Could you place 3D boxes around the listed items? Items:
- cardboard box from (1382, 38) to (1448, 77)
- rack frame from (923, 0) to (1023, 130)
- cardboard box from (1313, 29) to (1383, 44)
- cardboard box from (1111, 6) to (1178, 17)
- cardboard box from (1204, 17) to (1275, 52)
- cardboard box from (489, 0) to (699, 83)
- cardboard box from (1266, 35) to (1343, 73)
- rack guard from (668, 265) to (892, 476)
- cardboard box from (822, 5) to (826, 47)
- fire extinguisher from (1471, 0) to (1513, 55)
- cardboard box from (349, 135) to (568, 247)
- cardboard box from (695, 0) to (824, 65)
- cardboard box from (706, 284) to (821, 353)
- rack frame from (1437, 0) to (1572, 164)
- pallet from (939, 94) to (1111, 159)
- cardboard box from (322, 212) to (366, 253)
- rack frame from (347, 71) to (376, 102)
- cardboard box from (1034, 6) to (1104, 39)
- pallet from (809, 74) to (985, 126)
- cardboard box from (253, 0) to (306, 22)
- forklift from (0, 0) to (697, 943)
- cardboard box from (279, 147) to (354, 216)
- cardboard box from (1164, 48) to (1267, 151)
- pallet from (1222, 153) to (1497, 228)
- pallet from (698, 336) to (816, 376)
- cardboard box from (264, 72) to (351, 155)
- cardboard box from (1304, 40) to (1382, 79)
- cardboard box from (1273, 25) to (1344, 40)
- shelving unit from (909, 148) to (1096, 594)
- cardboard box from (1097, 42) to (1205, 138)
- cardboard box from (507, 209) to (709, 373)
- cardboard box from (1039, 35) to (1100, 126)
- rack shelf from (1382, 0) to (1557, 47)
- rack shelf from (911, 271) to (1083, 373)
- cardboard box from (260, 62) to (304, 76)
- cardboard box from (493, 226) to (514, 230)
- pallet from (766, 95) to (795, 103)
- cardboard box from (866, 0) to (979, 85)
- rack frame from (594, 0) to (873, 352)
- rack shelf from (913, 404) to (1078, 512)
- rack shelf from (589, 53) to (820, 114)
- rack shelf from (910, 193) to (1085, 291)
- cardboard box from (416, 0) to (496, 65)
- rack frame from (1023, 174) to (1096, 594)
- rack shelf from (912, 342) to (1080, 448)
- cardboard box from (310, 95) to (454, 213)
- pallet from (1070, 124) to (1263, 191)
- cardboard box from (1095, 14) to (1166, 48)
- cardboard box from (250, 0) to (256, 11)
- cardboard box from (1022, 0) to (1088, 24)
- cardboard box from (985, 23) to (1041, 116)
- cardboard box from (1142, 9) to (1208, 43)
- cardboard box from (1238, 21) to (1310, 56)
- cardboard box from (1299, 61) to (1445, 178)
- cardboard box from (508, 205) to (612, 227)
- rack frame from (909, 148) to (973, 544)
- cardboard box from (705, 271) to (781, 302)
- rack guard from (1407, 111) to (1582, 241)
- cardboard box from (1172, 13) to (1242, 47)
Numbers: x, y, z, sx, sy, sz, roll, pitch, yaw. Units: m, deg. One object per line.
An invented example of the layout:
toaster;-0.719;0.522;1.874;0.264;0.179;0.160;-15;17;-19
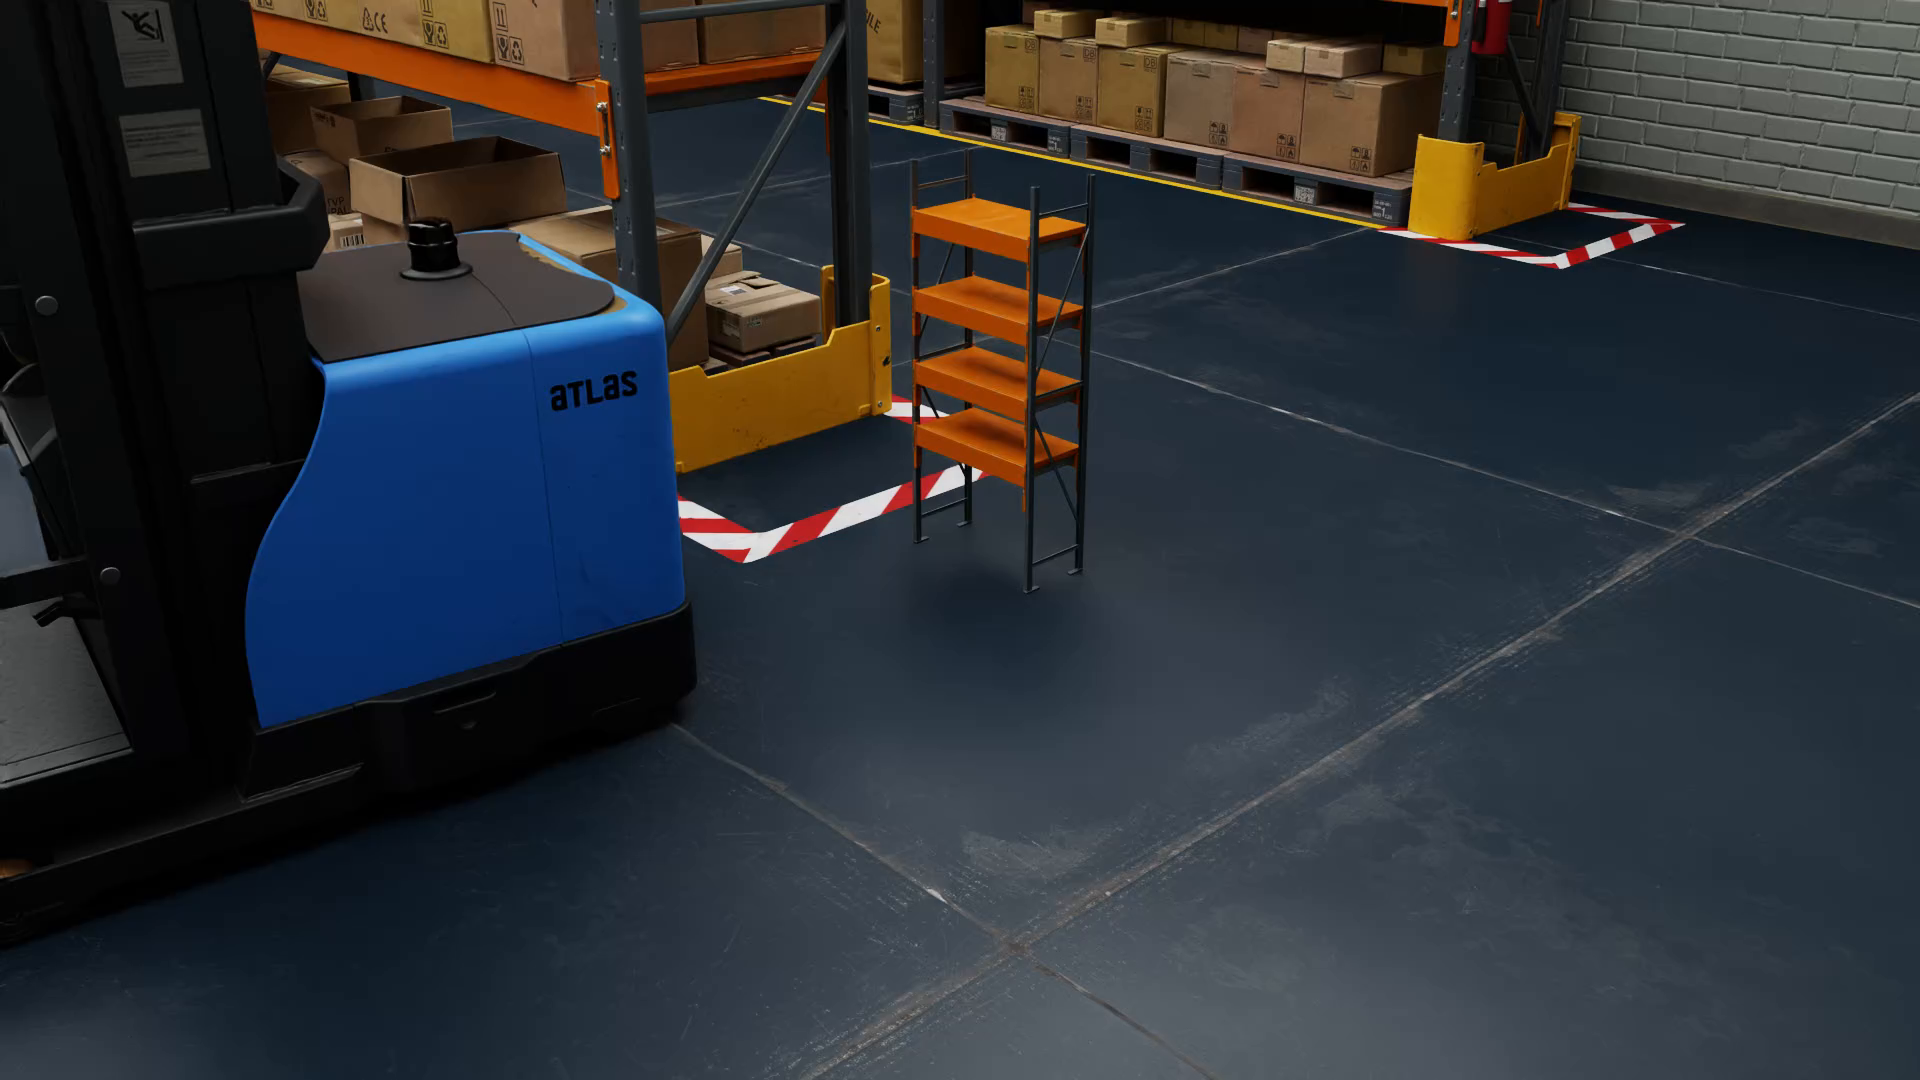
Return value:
cardboard box;2.568;-2.688;9.253;0.380;0.149;0.250;-21;32;-38
rack frame;0.154;-4.349;11.168;1.000;3.000;0.127;-21;32;-38
cardboard box;2.221;-2.841;9.589;0.380;0.149;0.250;-21;32;-38
cardboard box;1.179;-3.303;10.601;0.380;0.149;0.250;-23;33;-40
cardboard box;1.700;-3.072;10.094;0.380;0.149;0.250;-21;32;-38
cardboard box;-1.230;-1.834;5.536;0.500;0.500;0.500;-20;31;-37
cardboard box;1.941;-2.734;9.353;0.380;0.149;0.250;-20;31;-37
rack guard;-0.777;-0.616;5.998;1.175;0.500;0.348;-21;32;-38
cardboard box;-0.995;-3.990;12.466;0.750;0.750;0.750;-20;31;-37
fire extinguisher;2.654;-2.755;8.218;0.296;0.674;0.183;-21;32;-38
cardboard box;-2.171;-1.439;7.268;0.797;0.503;0.637;-21;32;-38
cardboard box;-0.836;-1.985;5.867;0.500;0.500;0.500;-20;32;-37
cardboard box;-0.761;-0.858;6.421;0.380;0.149;0.250;-21;32;-38
rack frame;2.888;-3.137;8.512;1.000;3.000;0.127;-21;32;-38
pallet;0.617;-2.827;11.193;1.003;0.211;1.213;-21;32;-38
cardboard box;-2.732;-1.406;7.600;0.380;0.166;0.250;-21;32;-38
rack frame;-3.459;-2.942;8.085;1.000;3.000;0.127;-21;32;-38
cardboard box;0.691;-3.286;10.564;0.380;0.149;0.250;-20;31;-37
pallet;-0.428;-3.292;12.212;1.003;0.211;1.213;-21;32;-38
cardboard box;-2.617;-2.450;6.885;0.500;0.500;0.500;-21;32;-39
forklift;-2.177;-0.708;3.271;3.031;2.935;1.130;-16;29;-31
cardboard box;-3.330;-1.730;8.139;0.500;0.311;0.500;-21;32;-38
cardboard box;1.650;-2.678;10.012;0.500;0.500;0.700;23;33;40
pallet;2.285;-2.088;9.573;1.003;0.211;1.213;-21;32;-38
pallet;-1.323;-0.726;6.587;1.003;0.211;1.213;-21;32;-38
cardboard box;-3.612;-2.221;8.986;0.500;0.500;0.500;22;33;39
cardboard box;2.116;-2.657;9.183;0.380;0.149;0.250;-22;32;-39
cardboard box;2.051;-2.917;9.755;0.380;0.149;0.250;-21;32;-38
shelving unit;0.113;-0.496;4.891;0.258;1.200;0.503;-21;32;-38
cardboard box;1.281;-2.837;10.361;0.700;0.500;0.500;-20;31;-37
cardboard box;-1.277;-0.888;6.064;0.500;0.500;0.500;-21;32;-38
cardboard box;0.932;-2.994;10.704;0.700;0.500;0.500;-22;32;-39
rack shelf;1.521;-3.415;9.989;1.077;0.370;4.000;-21;32;-38
rack shelf;0.113;-0.638;4.826;0.258;0.148;0.480;-21;32;-38
cardboard box;-3.985;-2.379;9.333;0.500;0.500;0.500;-21;32;-38
cardboard box;-1.904;-1.071;6.766;0.500;0.250;0.500;-21;32;-38
pallet;-1.266;-3.662;13.023;1.003;0.211;1.213;-21;32;-38
cardboard box;-0.385;-3.722;11.878;0.750;0.750;0.750;-21;32;-38
rack frame;-0.725;-1.730;5.429;1.000;3.000;0.127;-21;32;-38
rack shelf;0.113;-0.254;5.001;0.258;0.148;0.480;-21;32;-38
rack shelf;-2.092;-2.098;6.866;0.919;0.124;3.809;-21;32;-38
rack shelf;0.113;-0.853;4.728;0.258;0.148;0.480;-21;32;-38
cardboard box;-1.587;-1.990;5.879;0.500;0.500;0.500;-21;32;-38
rack frame;0.280;-0.422;4.729;0.240;1.200;0.015;-21;32;-38
rack shelf;0.113;-0.435;4.919;0.258;0.148;0.480;-21;32;-38
cardboard box;-2.863;-1.913;8.311;0.500;0.500;0.500;-21;32;-38
pallet;1.455;-2.458;10.383;1.003;0.211;1.213;-21;32;-38
cardboard box;1.048;-3.128;10.217;0.380;0.149;0.250;-22;33;-40
cardboard box;-2.957;-2.602;7.219;0.500;0.500;0.500;-21;32;-38
cardboard box;0.636;-3.542;11.125;0.380;0.149;0.250;-21;32;-39
cardboard box;0.591;-3.147;11.039;0.700;0.500;0.500;-21;32;-38
cardboard box;1.351;-3.227;10.433;0.380;0.149;0.250;-21;32;-38
cardboard box;1.876;-2.994;9.924;0.380;0.149;0.250;-21;32;-38
cardboard box;2.337;-2.374;9.346;0.700;0.500;0.500;-21;32;-38
cardboard box;-1.573;-1.228;7.110;0.500;0.250;0.500;-21;32;-38
rack frame;-0.054;-0.570;5.053;0.240;1.200;0.015;-21;32;-38
cardboard box;-0.931;-0.942;6.583;0.380;0.166;0.250;-21;32;-38
rack guard;2.905;-1.992;9.015;1.175;0.500;0.348;-21;32;-38
cardboard box;1.528;-3.149;10.262;0.380;0.149;0.250;-22;32;-39
